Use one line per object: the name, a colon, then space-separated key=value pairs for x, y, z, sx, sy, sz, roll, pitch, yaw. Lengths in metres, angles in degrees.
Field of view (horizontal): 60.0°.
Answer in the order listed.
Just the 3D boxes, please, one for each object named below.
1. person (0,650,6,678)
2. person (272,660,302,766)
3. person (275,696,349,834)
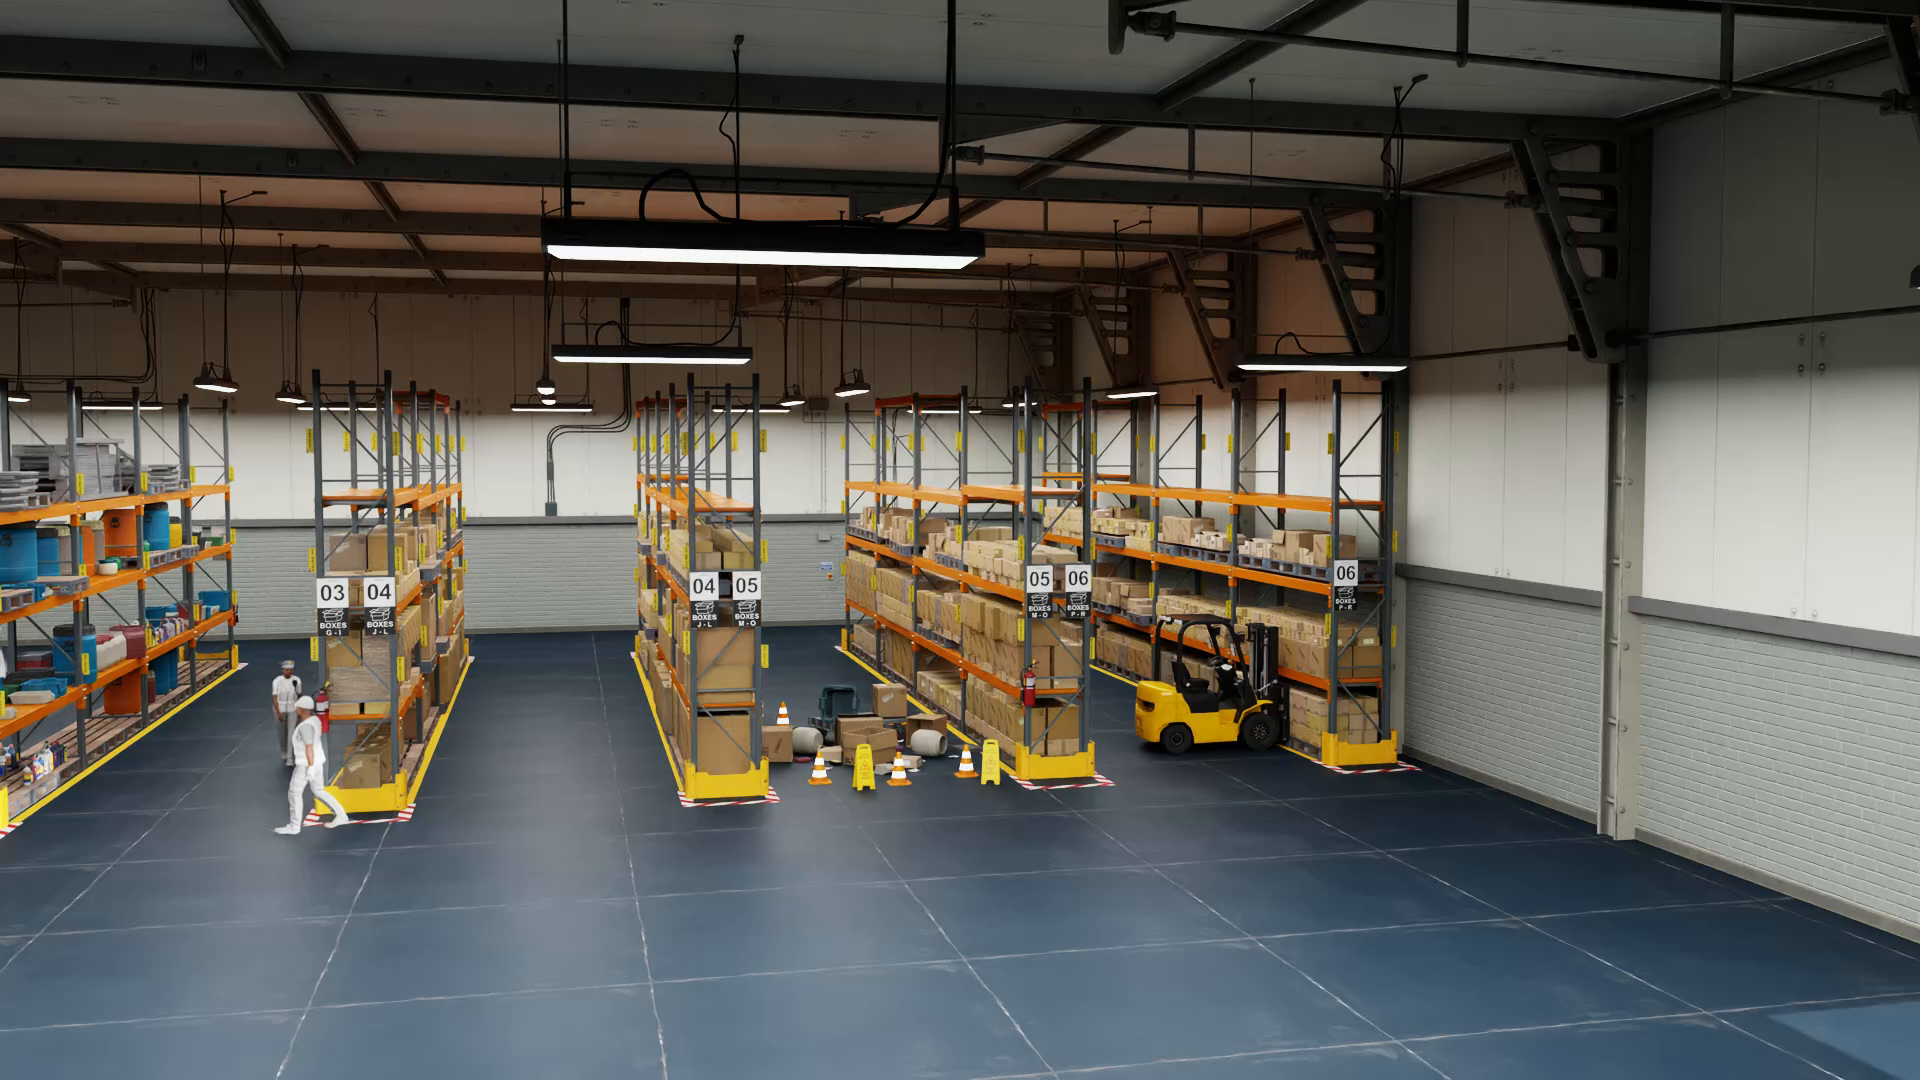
person: x=-16.815 y=2.466 z=28.623 sx=0.694 sy=1.701 sz=1.114 roll=-1 pitch=3 yaw=-18
person: x=-10.513 y=2.680 z=25.993 sx=0.439 sy=1.610 sz=0.981 roll=-1 pitch=4 yaw=-22
person: x=-8.370 y=2.887 z=21.449 sx=0.841 sy=1.764 sz=0.549 roll=0 pitch=3 yaw=-4
